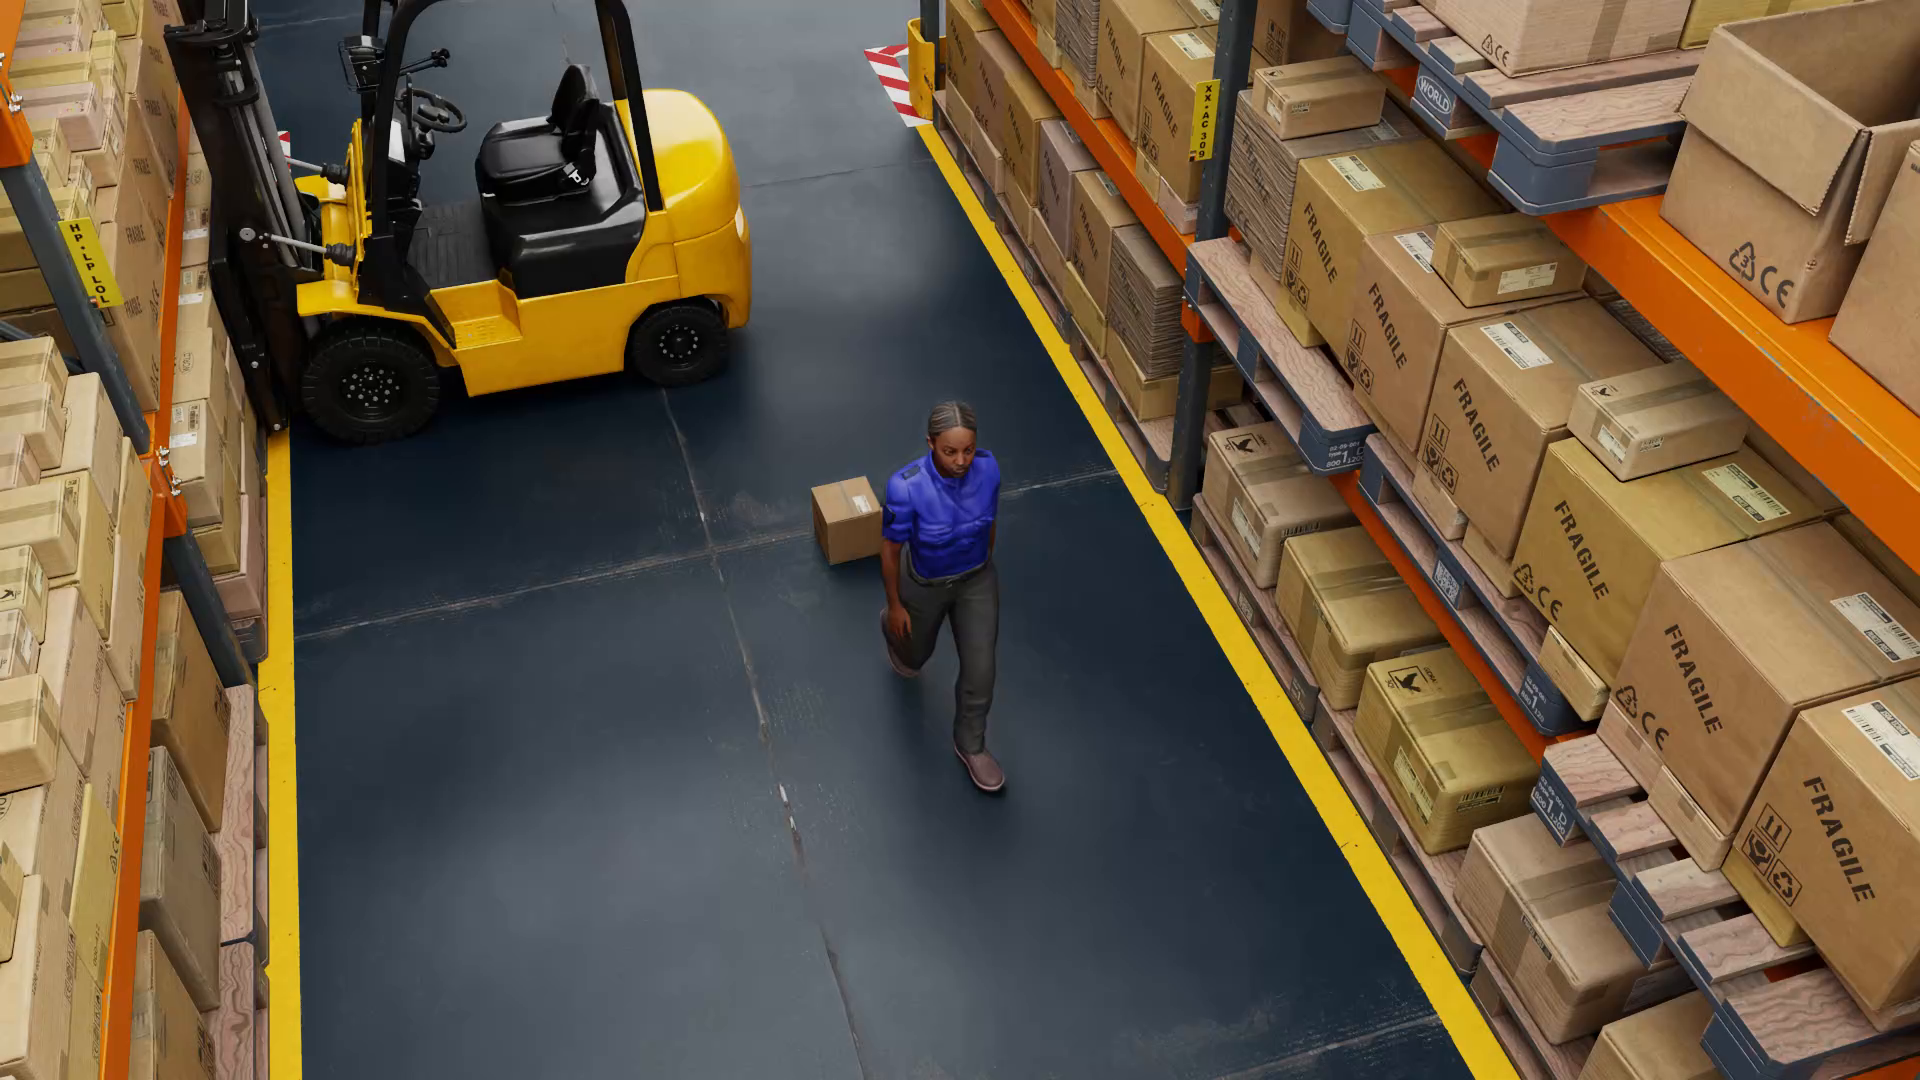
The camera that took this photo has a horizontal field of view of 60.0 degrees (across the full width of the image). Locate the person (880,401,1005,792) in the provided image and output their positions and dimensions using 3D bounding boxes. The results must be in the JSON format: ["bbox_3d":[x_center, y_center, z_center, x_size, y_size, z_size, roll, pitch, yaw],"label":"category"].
[{"bbox_3d":[-0.088,0.111,6.033,0.459,1.617,0.877,-15,44,-15],"label":"person"}]
